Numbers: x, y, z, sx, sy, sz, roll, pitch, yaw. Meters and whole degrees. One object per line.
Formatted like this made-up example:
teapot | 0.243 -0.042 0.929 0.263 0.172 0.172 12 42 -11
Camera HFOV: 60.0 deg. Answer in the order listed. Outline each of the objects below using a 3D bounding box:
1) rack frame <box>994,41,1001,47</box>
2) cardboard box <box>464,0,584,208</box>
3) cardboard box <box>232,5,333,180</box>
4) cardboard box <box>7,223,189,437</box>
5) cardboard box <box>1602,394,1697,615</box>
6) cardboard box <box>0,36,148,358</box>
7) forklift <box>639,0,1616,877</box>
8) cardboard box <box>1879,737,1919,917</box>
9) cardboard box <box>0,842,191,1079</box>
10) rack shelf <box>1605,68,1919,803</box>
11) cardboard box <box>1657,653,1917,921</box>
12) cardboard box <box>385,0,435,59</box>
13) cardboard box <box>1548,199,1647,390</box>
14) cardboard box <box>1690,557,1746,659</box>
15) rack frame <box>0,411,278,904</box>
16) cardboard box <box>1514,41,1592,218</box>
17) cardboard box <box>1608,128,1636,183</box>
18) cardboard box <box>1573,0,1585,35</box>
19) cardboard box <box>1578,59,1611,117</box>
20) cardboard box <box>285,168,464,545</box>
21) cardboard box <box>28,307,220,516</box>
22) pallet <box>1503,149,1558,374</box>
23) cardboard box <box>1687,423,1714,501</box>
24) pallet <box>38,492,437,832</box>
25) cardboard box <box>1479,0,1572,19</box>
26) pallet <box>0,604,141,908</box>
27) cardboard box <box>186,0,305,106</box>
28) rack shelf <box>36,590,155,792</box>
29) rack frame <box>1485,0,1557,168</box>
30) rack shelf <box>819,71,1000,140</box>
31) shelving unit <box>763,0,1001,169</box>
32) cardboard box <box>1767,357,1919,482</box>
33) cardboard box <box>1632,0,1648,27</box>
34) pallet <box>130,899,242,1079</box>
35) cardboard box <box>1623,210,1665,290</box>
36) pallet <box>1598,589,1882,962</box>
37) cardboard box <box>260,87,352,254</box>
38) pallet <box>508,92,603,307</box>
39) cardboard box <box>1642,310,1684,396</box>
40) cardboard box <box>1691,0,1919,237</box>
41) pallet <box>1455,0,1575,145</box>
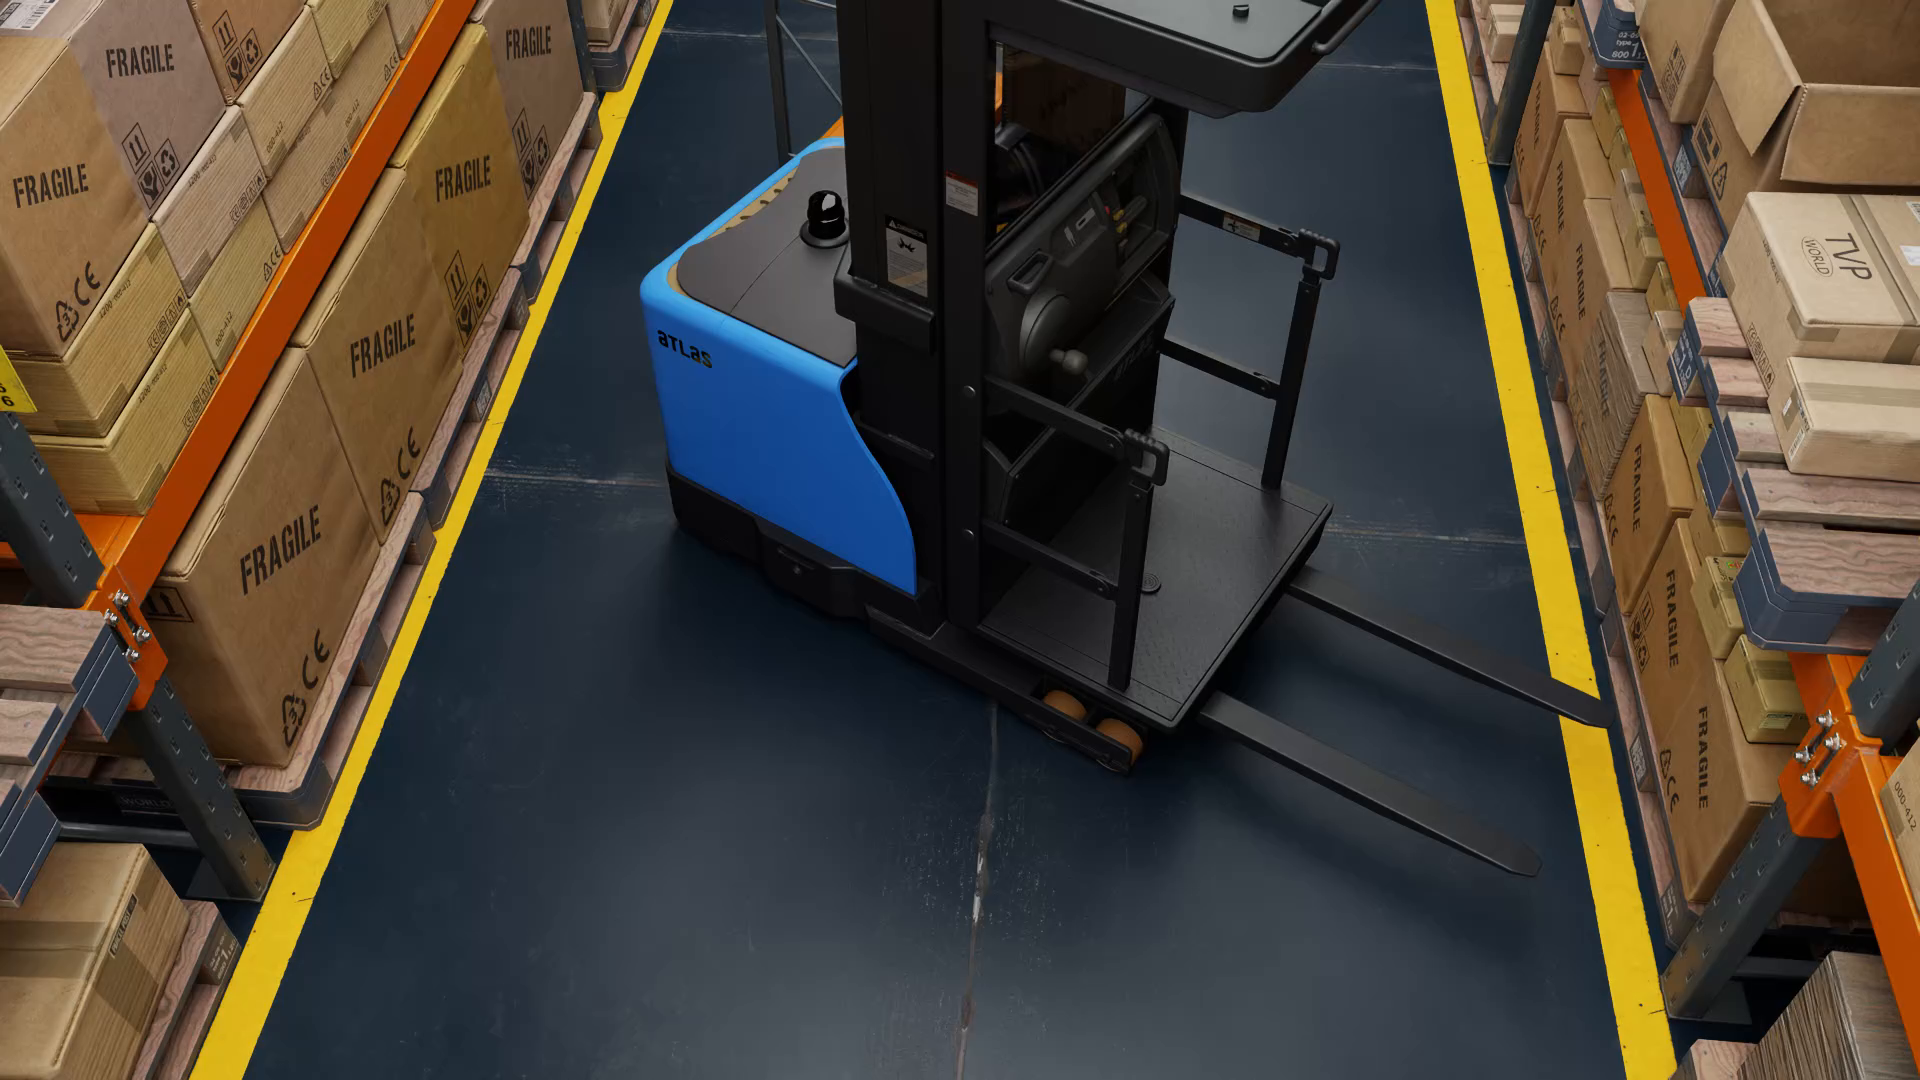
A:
rack frame | 0.031 -1.981 6.546 0.500 1.500 0.032 20 51 18
cardboard box | -2.117 -1.946 6.653 0.875 0.875 0.875 5 48 5
cardboard box | -2.106 -1.262 4.634 0.500 0.250 0.500 4 48 3
cardboard box | -2.212 -0.517 3.953 0.500 0.250 0.500 4 48 3
cardboard box | 2.365 -0.087 5.206 0.500 0.500 0.500 6 48 5
cardboard box | -2.216 -0.760 3.667 0.500 0.500 0.500 2 48 2
forklift | 0.519 -0.733 4.434 3.031 2.935 1.130 26 53 22
cardboard box | 2.155 0.648 3.226 0.500 0.250 0.500 4 48 4
cardboard box | -2.566 1.116 4.192 0.950 0.372 0.625 1 48 1
rack shelf | 2.621 -0.939 5.064 1.077 0.370 4.000 4 48 4
cardboard box | 2.264 0.665 4.519 0.500 0.500 0.500 5 48 5
cardboard box | -2.042 -1.842 5.503 0.500 0.250 0.500 3 48 2
cardboard box | 2.447 -0.851 5.905 0.500 0.500 0.500 3 48 2
cardboard box | 2.226 0.188 4.515 0.380 0.149 0.250 2 48 2
rack frame | -2.504 -0.043 3.757 1.000 3.000 0.127 4 48 4
cardboard box | 2.535 -1.609 6.598 0.500 0.500 0.500 6 48 5
cardboard box | 2.534 -1.322 5.897 0.380 0.149 0.250 3 48 3
cardboard box | 2.566 -2.019 6.332 0.380 0.149 0.250 3 48 3
cardboard box | 2.558 -1.714 6.255 0.380 0.149 0.250 3 48 2
cardboard box | -2.273 -0.625 5.444 0.875 0.875 0.875 4 48 4
cardboard box | -2.209 -0.335 4.126 0.500 0.250 0.500 3 48 3
pallet | 2.767 -1.110 6.622 1.003 0.211 1.213 4 48 4
cardboard box | 2.363 -0.193 4.864 0.380 0.149 0.250 5 48 5
pallet | -2.357 0.324 5.311 1.003 0.211 1.213 4 48 4
cardboard box | 2.594 -2.562 7.629 0.396 0.266 0.258 5 48 5
pallet | -2.463 0.552 3.342 1.213 0.211 1.003 4 48 4
cardboard box | -2.118 -1.505 4.348 0.500 0.500 0.500 5 48 5
rack shelf | -2.687 1.669 2.678 1.077 0.370 4.000 4 48 4
rack frame | 2.804 -2.651 6.142 1.000 3.000 0.127 4 48 4
rack shelf | -0.198 -1.525 6.372 0.538 0.185 1.000 20 51 18
shelving unit | -0.194 -1.652 6.245 0.587 1.500 1.083 20 51 18
cardboard box | 2.117 -0.278 3.857 0.380 0.149 0.250 5 48 4
cardboard box | 2.295 -1.753 5.127 0.396 0.266 0.258 6 48 5
pallet | -2.577 1.472 4.261 1.003 0.211 1.213 4 48 4
cardboard box | 2.449 -0.959 5.564 0.380 0.149 0.250 5 48 5
pallet | 2.545 0.683 4.982 1.003 0.211 1.213 4 48 4
cardboard box | -2.126 -1.099 4.824 0.500 0.250 0.500 5 48 5
pallet | -2.135 -1.469 6.951 1.003 0.211 1.213 4 48 4
cardboard box | 2.381 -0.582 5.219 0.380 0.149 0.250 2 48 2
cardboard box | 2.404 -1.101 4.369 0.797 0.503 0.637 3 48 3
pallet | 2.867 -2.215 7.633 1.003 0.211 1.213 4 48 4
